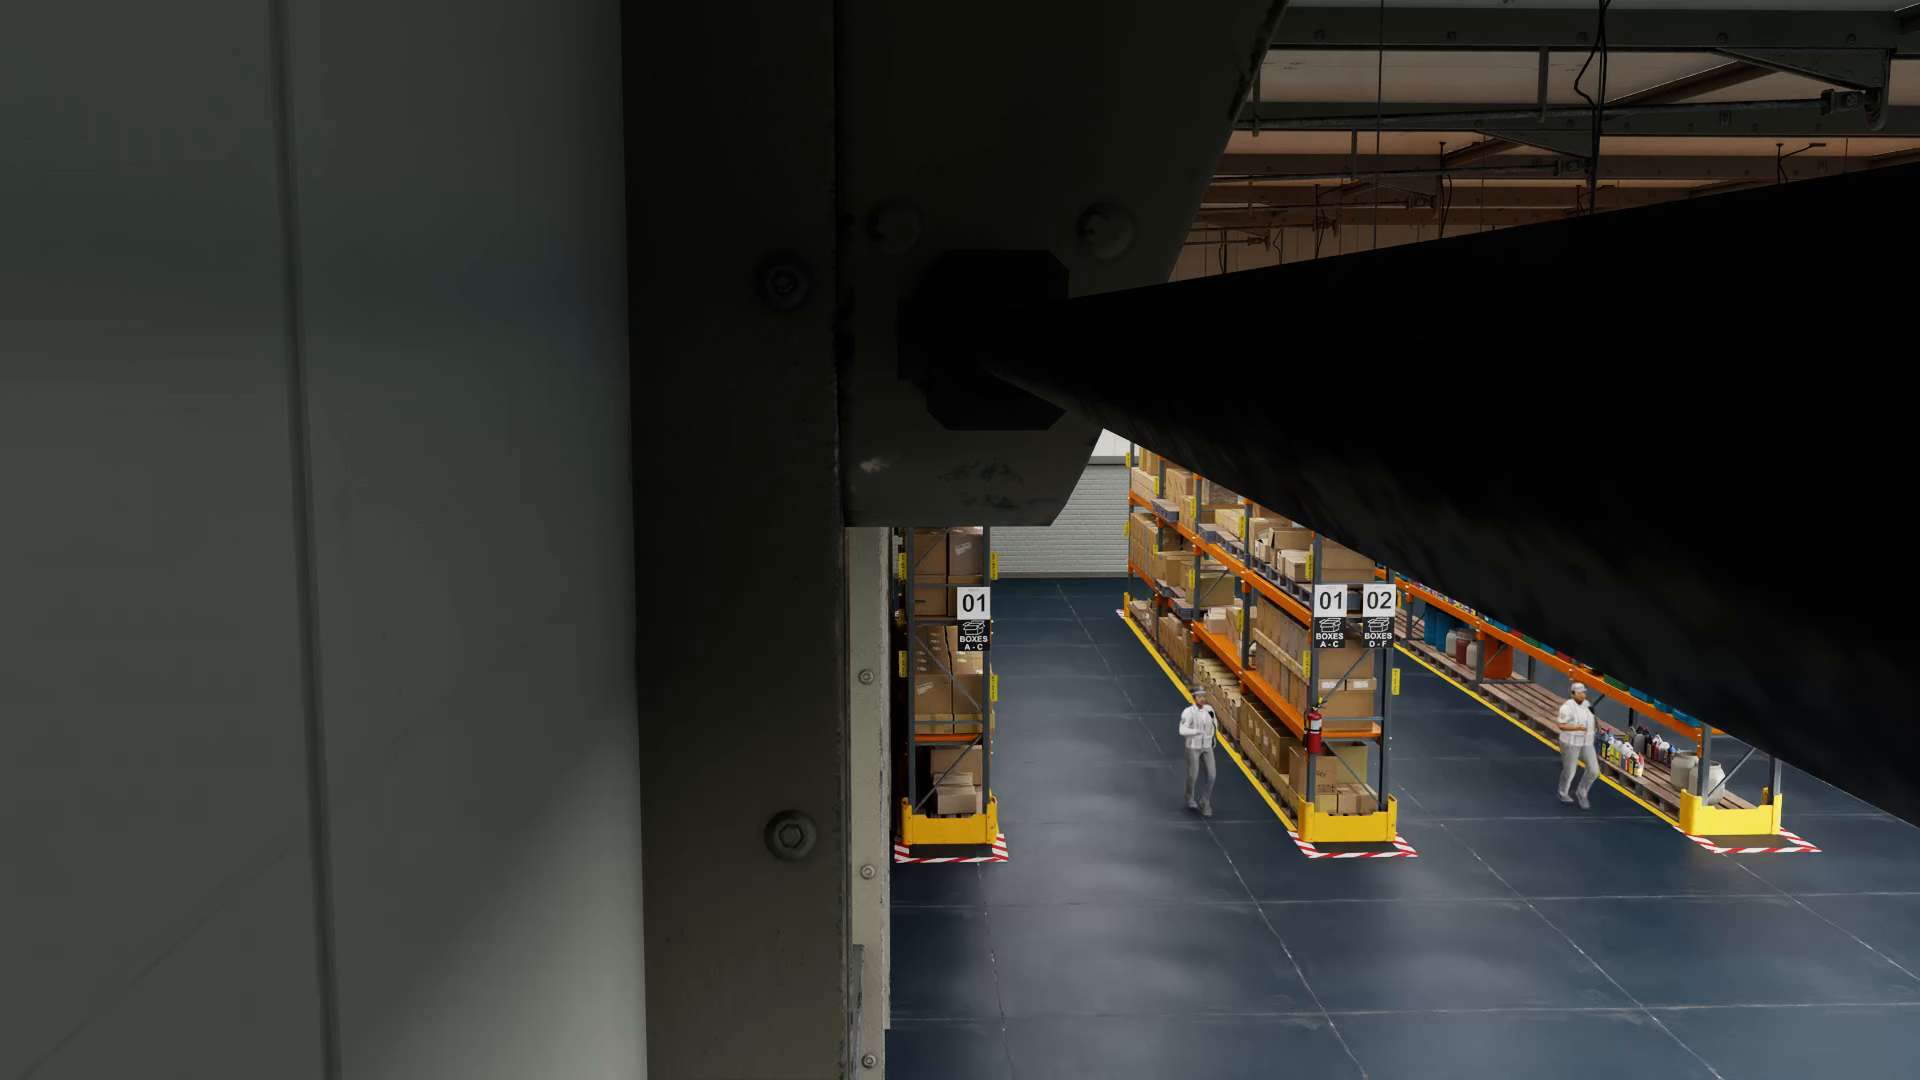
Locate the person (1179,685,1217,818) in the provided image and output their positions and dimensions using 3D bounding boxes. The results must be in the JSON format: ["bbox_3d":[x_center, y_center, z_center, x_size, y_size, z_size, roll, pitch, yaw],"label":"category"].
[{"bbox_3d":[3.127,2.735,21.619,0.592,1.734,0.684,-1,7,-11],"label":"person"}]

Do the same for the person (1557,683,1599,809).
[{"bbox_3d":[8.155,2.721,21.923,0.586,1.695,0.661,-1,7,-10],"label":"person"}]
